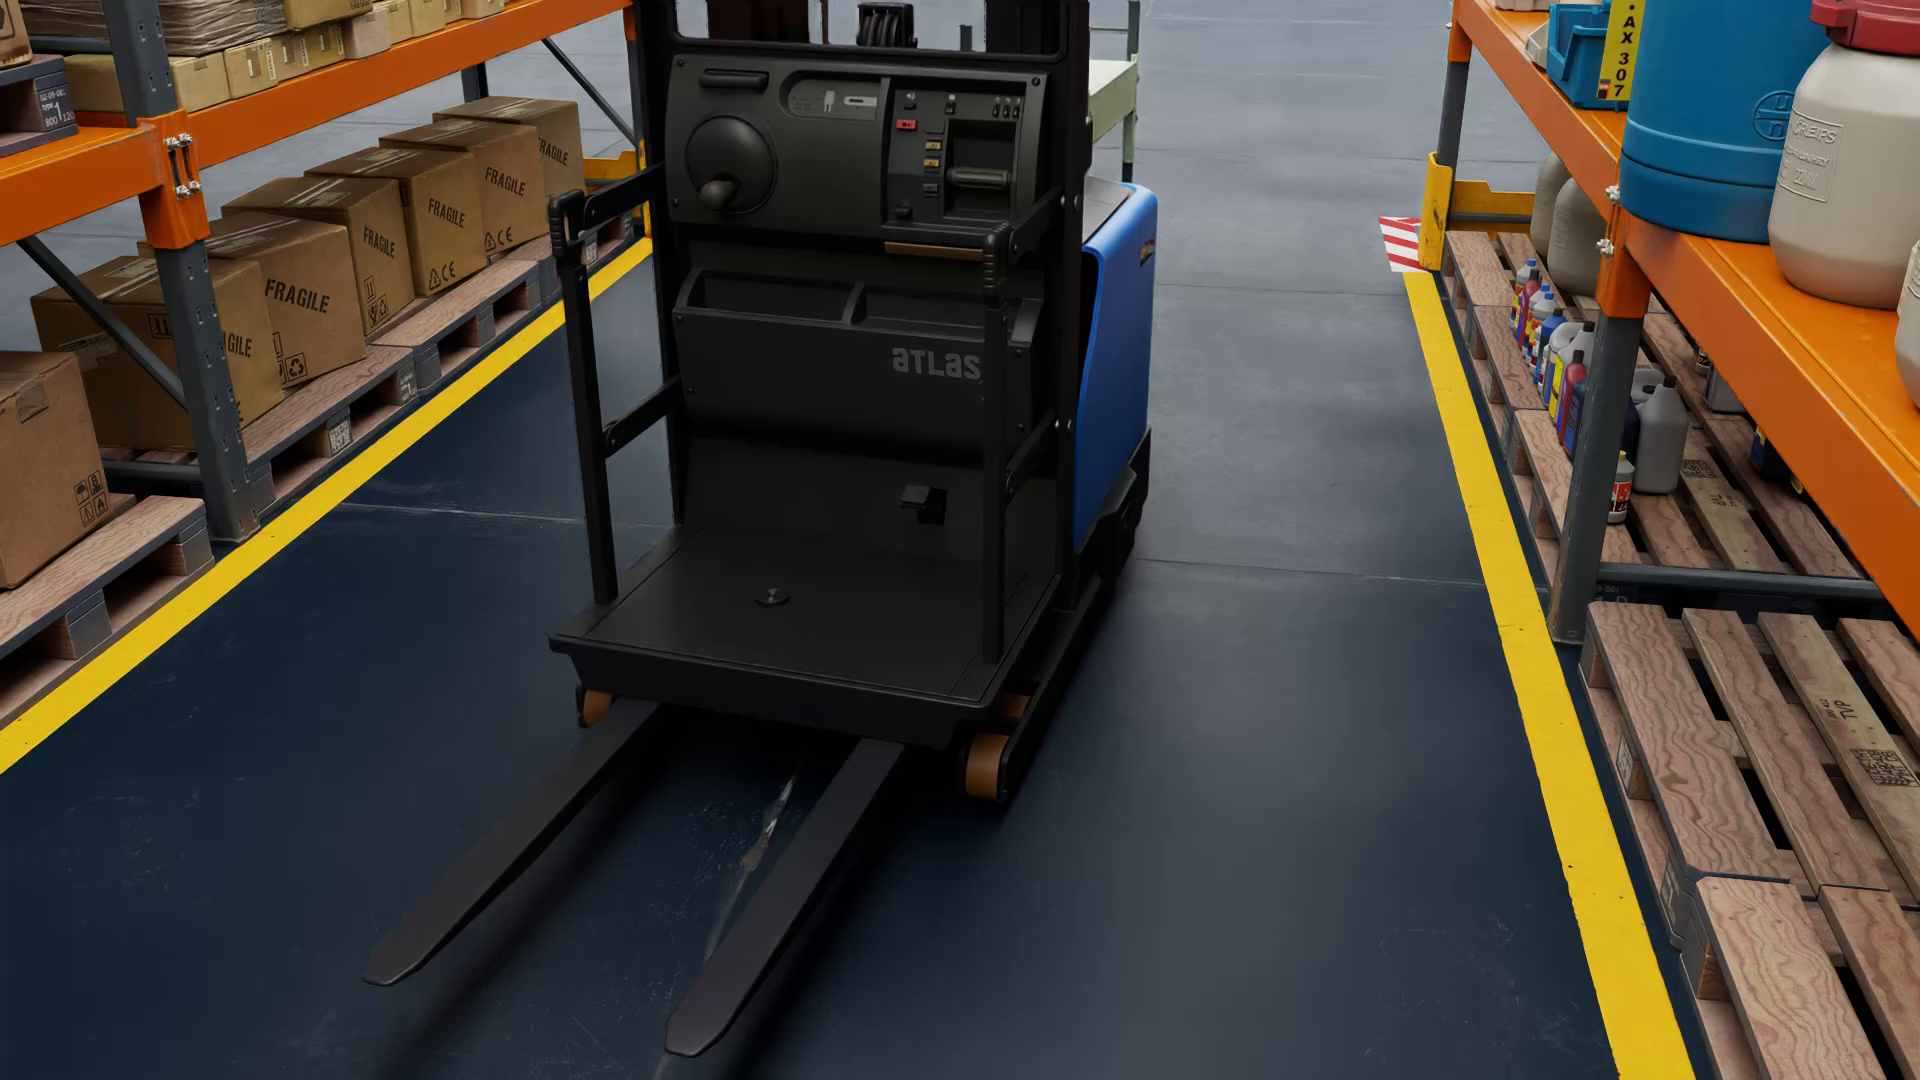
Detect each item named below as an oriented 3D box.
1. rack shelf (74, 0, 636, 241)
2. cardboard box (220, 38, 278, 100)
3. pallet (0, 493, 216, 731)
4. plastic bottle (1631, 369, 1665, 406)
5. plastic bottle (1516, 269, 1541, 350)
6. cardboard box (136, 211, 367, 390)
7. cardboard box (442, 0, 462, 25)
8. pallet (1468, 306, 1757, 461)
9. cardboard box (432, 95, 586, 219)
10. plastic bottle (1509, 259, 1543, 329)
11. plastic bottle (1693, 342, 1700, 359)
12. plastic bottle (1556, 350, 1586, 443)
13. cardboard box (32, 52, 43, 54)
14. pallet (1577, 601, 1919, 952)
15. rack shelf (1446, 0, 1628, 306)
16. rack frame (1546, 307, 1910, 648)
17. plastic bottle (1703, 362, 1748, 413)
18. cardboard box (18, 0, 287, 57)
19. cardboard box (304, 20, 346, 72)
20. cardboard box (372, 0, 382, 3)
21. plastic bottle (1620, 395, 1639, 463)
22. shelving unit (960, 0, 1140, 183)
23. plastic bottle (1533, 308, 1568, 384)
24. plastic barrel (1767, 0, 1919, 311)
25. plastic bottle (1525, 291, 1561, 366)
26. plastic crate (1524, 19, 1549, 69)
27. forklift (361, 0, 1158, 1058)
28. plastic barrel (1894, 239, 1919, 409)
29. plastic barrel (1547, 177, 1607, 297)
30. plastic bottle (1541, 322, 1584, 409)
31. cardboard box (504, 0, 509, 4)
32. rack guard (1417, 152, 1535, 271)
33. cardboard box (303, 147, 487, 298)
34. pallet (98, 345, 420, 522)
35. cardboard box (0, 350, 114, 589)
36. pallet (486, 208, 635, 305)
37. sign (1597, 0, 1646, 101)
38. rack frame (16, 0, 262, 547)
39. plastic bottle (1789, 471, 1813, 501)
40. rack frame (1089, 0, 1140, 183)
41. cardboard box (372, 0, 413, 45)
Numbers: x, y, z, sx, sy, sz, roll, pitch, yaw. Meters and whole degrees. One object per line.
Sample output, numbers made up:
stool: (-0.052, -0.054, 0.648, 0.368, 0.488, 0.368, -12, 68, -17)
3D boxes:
rack shelf: (-2.409, -1.910, 6.640, 1.077, 0.370, 4.000, 4, 25, 9)
cardboard box: (-2.350, -1.458, 5.123, 0.380, 0.149, 0.250, 4, 25, 9)
pallet: (-2.861, 0.190, 4.596, 1.003, 0.211, 1.213, 4, 25, 9)
plastic bottle: (2.153, -0.391, 5.242, 0.152, 0.276, 0.135, 4, 25, 9)
plastic bottle: (2.146, -0.868, 6.251, 0.061, 0.283, 0.133, 4, 25, 9)
cardboard box: (-2.545, -0.862, 6.006, 0.500, 0.500, 0.500, 13, 28, 25)
cardboard box: (-2.176, -2.090, 6.474, 0.380, 0.149, 0.250, 4, 25, 9)
pallet: (2.499, -0.583, 6.246, 1.003, 0.211, 1.213, 4, 25, 9)
cardboard box: (-2.201, -1.870, 8.160, 0.500, 0.500, 0.500, 9, 27, 18)
plastic bottle: (2.201, -0.956, 6.453, 0.097, 0.271, 0.097, 0, 25, 0)
plastic bottle: (2.763, -0.803, 6.112, 0.061, 0.283, 0.133, 4, 25, 9)
plastic bottle: (1.988, -0.466, 5.392, 0.061, 0.283, 0.133, 6, 26, 12)
cardboard box: (-2.991, -1.396, 4.990, 0.380, 0.149, 0.250, 4, 25, 9)
pallet: (2.061, 0.538, 3.851, 1.003, 0.211, 1.213, 4, 25, 9)
rack shelf: (2.478, -1.567, 5.907, 1.077, 0.370, 4.000, 4, 25, 9)
rack frame: (2.151, -1.056, 3.968, 1.000, 3.000, 0.127, 4, 25, 9)
plastic bottle: (2.642, -0.587, 5.660, 0.152, 0.276, 0.135, 4, 25, 9)
cardboard box: (-2.601, -1.763, 5.009, 0.875, 0.500, 0.500, 4, 25, 9)
cardboard box: (-2.305, -1.670, 5.575, 0.380, 0.149, 0.250, 4, 25, 9)
cardboard box: (-2.502, -2.186, 5.913, 0.875, 0.500, 0.500, 4, 25, 9)
plastic bottle: (1.972, -0.345, 5.054, 0.144, 0.351, 0.185, 3, 25, 7)
shelving unit: (0.305, -1.016, 5.652, 0.431, 1.500, 0.755, 8, 26, 16)
plastic bottle: (2.095, -0.686, 5.876, 0.097, 0.271, 0.097, 0, 25, 0)
plastic barrel: (1.778, -0.733, 3.116, 0.433, 0.535, 0.433, 0, 25, 0)
plastic bottle: (2.128, -0.771, 6.057, 0.097, 0.271, 0.097, 0, 25, 0)
plastic crate: (2.166, -1.633, 5.512, 0.530, 0.136, 0.437, 4, 25, 9)
forklift: (-0.318, -0.898, 3.711, 1.130, 2.935, 3.031, 8, 26, 16)
plastic barrel: (1.658, -0.426, 2.461, 0.433, 0.535, 0.433, 0, 25, 0)
plastic barrel: (2.690, -1.302, 6.933, 0.421, 0.512, 0.421, 0, 25, 0)
plastic bottle: (2.086, -0.594, 5.675, 0.152, 0.276, 0.135, 4, 25, 9)
cardboard box: (-2.113, -2.301, 6.924, 0.380, 0.149, 0.250, 4, 25, 9)
rack guard: (2.838, -1.562, 7.997, 1.175, 0.500, 0.348, 4, 25, 9)
cardboard box: (-2.385, -1.357, 7.064, 0.500, 0.500, 0.500, 6, 26, 13)
pallet: (-2.661, -0.420, 5.897, 1.003, 0.211, 1.213, 4, 25, 9)
cardboard box: (-2.857, -0.211, 4.592, 0.700, 0.500, 0.500, 2, 25, 4)
pallet: (-2.262, -1.440, 8.077, 1.003, 0.211, 1.213, 4, 25, 9)
sign: (1.610, -1.224, 4.000, 0.100, 0.325, 0.005, 4, 25, 9)
rack frame: (-2.736, -1.399, 4.701, 1.000, 3.000, 0.127, 4, 25, 9)
plastic bottle: (2.556, -0.272, 4.978, 0.061, 0.283, 0.133, 4, 25, 9)
rack frame: (0.414, -1.164, 5.969, 0.400, 1.500, 0.023, 8, 26, 16)
cardboard box: (-2.224, -1.879, 6.022, 0.380, 0.149, 0.250, 4, 25, 9)
